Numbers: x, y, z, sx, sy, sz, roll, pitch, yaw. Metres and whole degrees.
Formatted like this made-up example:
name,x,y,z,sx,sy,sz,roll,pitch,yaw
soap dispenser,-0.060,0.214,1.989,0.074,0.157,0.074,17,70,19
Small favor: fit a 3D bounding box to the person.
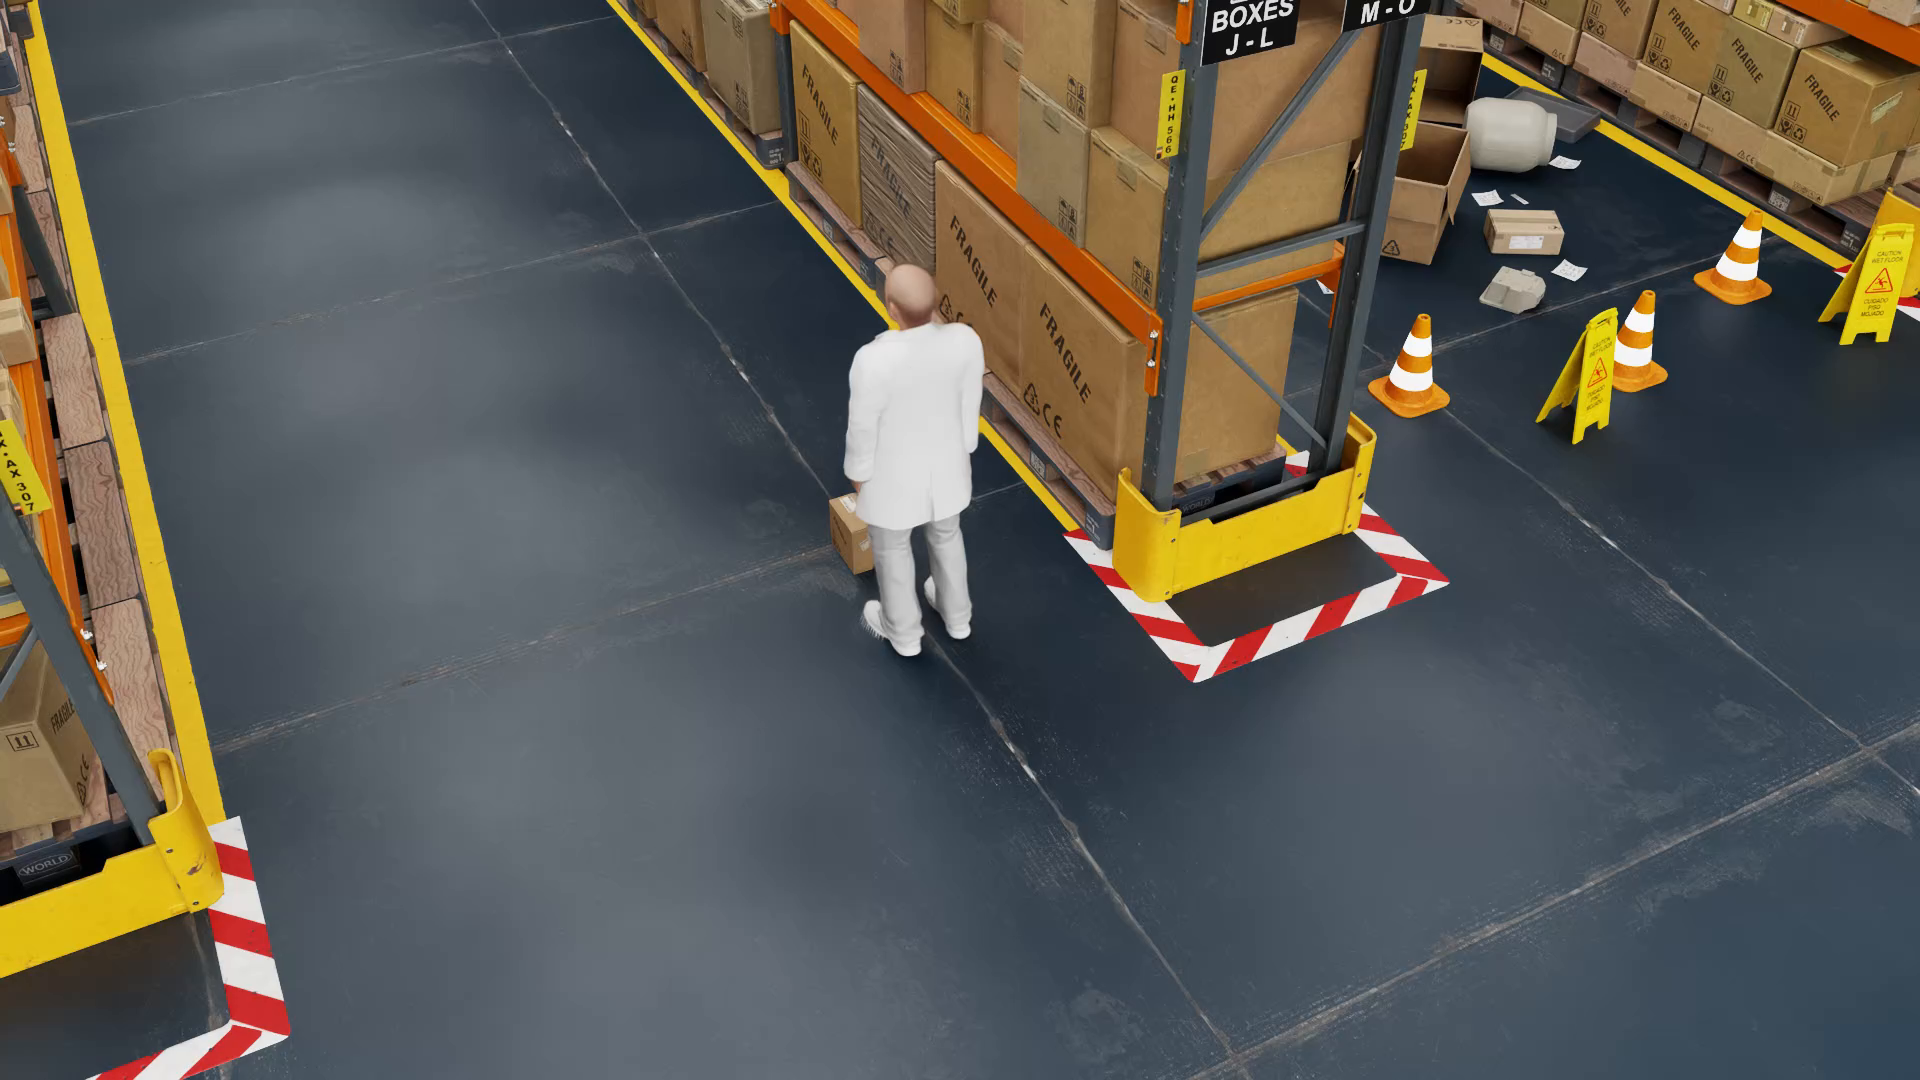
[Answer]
name,x,y,z,sx,sy,sz,roll,pitch,yaw
person,-0.193,-0.312,6.537,0.560,1.781,0.382,-18,44,-19
